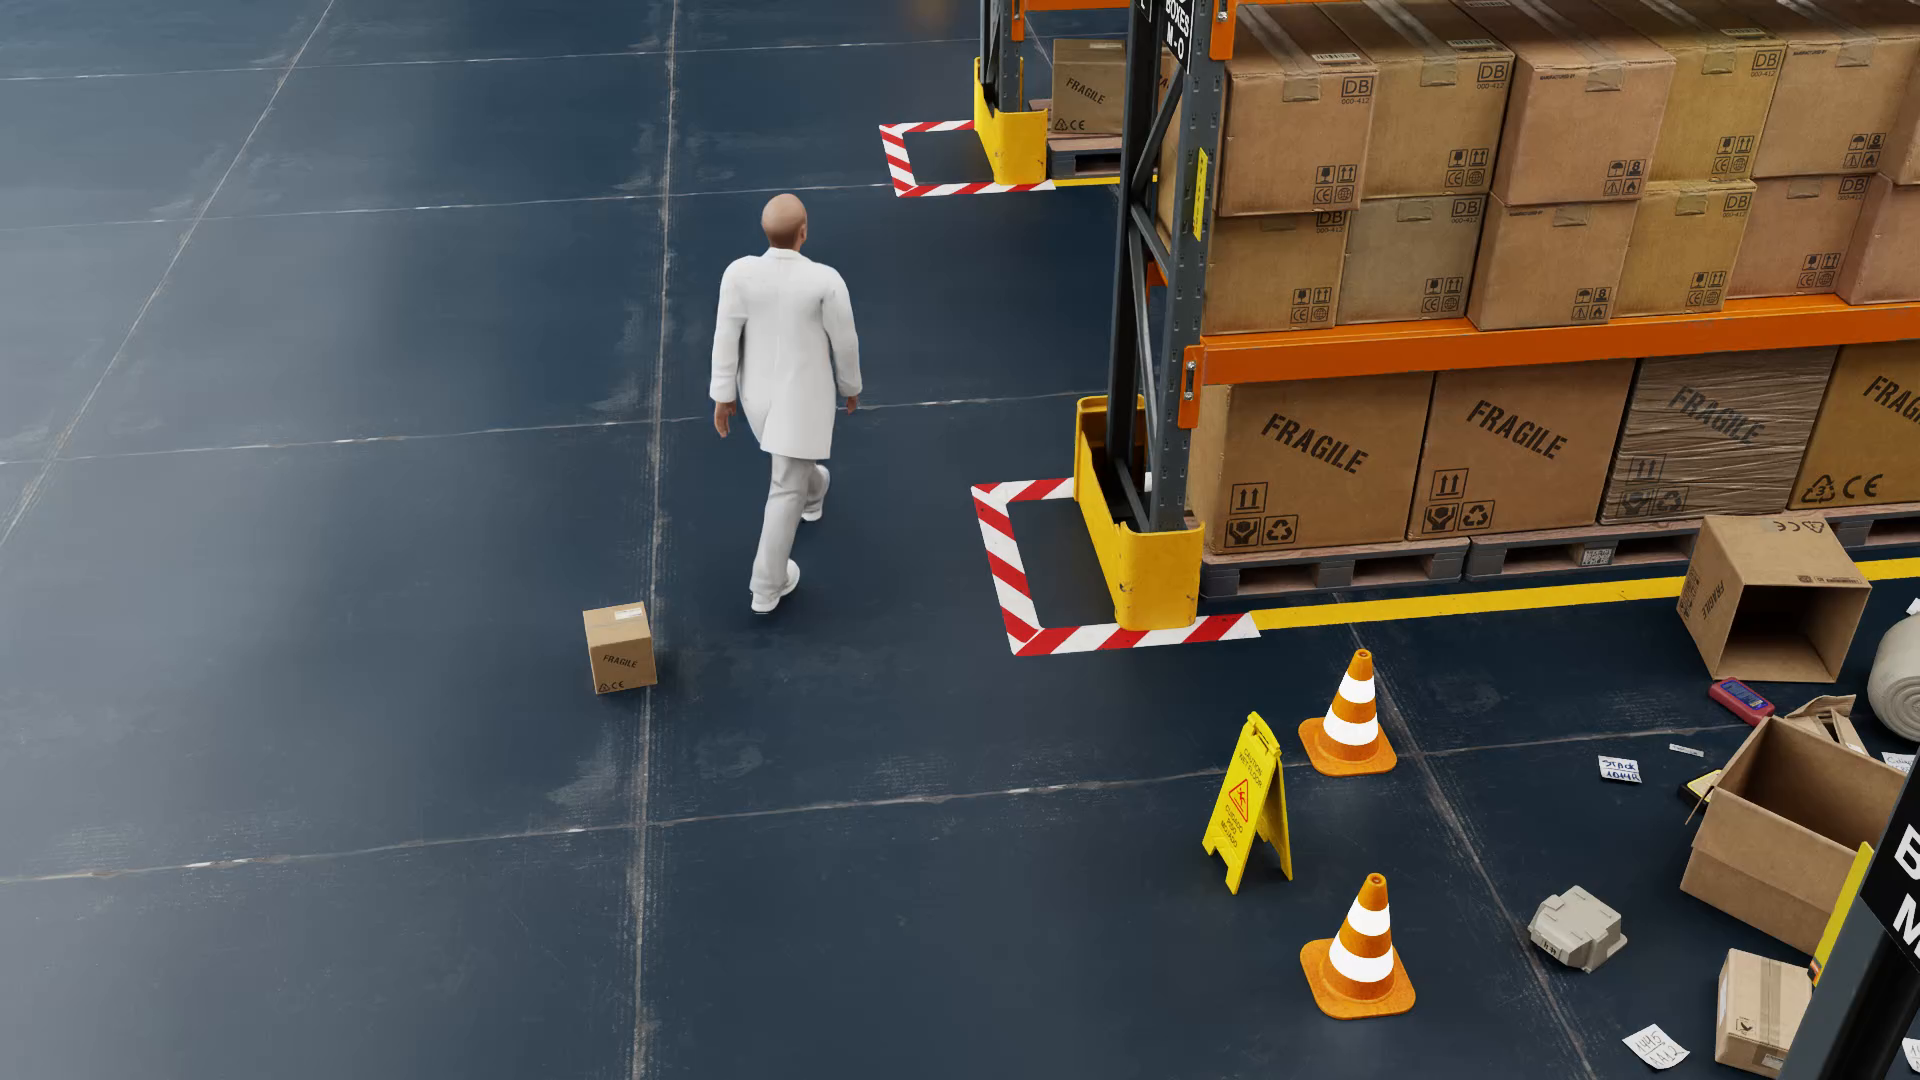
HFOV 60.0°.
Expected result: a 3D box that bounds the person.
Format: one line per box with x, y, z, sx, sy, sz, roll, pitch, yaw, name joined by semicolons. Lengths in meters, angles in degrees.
-0.706;-0.668;7.121;0.603;1.708;1.128;11;36;15;person
